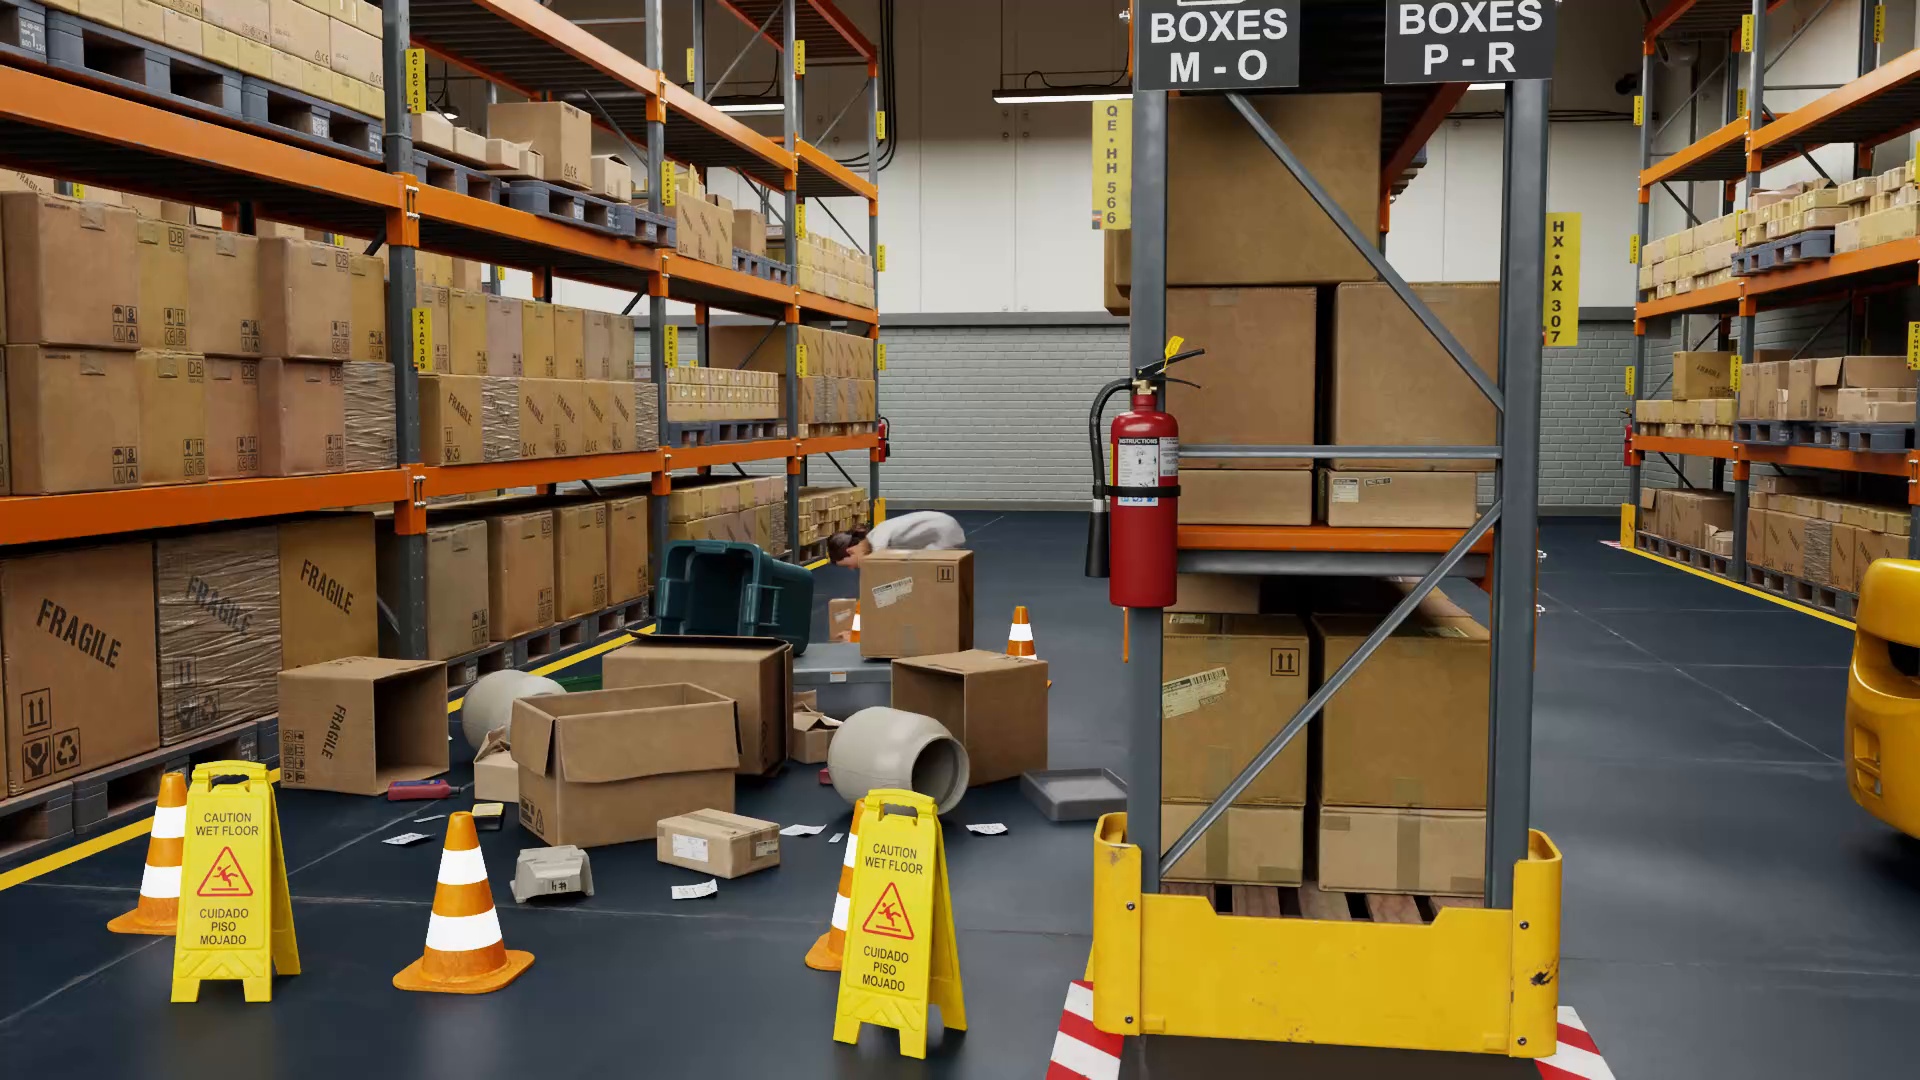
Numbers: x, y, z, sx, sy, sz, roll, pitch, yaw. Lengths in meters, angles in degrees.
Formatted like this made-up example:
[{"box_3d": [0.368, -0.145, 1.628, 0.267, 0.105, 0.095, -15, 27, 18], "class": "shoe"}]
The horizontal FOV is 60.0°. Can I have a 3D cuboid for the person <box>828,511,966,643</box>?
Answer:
[{"box_3d": [-0.394, 0.311, 10.373, 0.860, 0.972, 0.439, 0, 5, -3], "class": "person"}]
